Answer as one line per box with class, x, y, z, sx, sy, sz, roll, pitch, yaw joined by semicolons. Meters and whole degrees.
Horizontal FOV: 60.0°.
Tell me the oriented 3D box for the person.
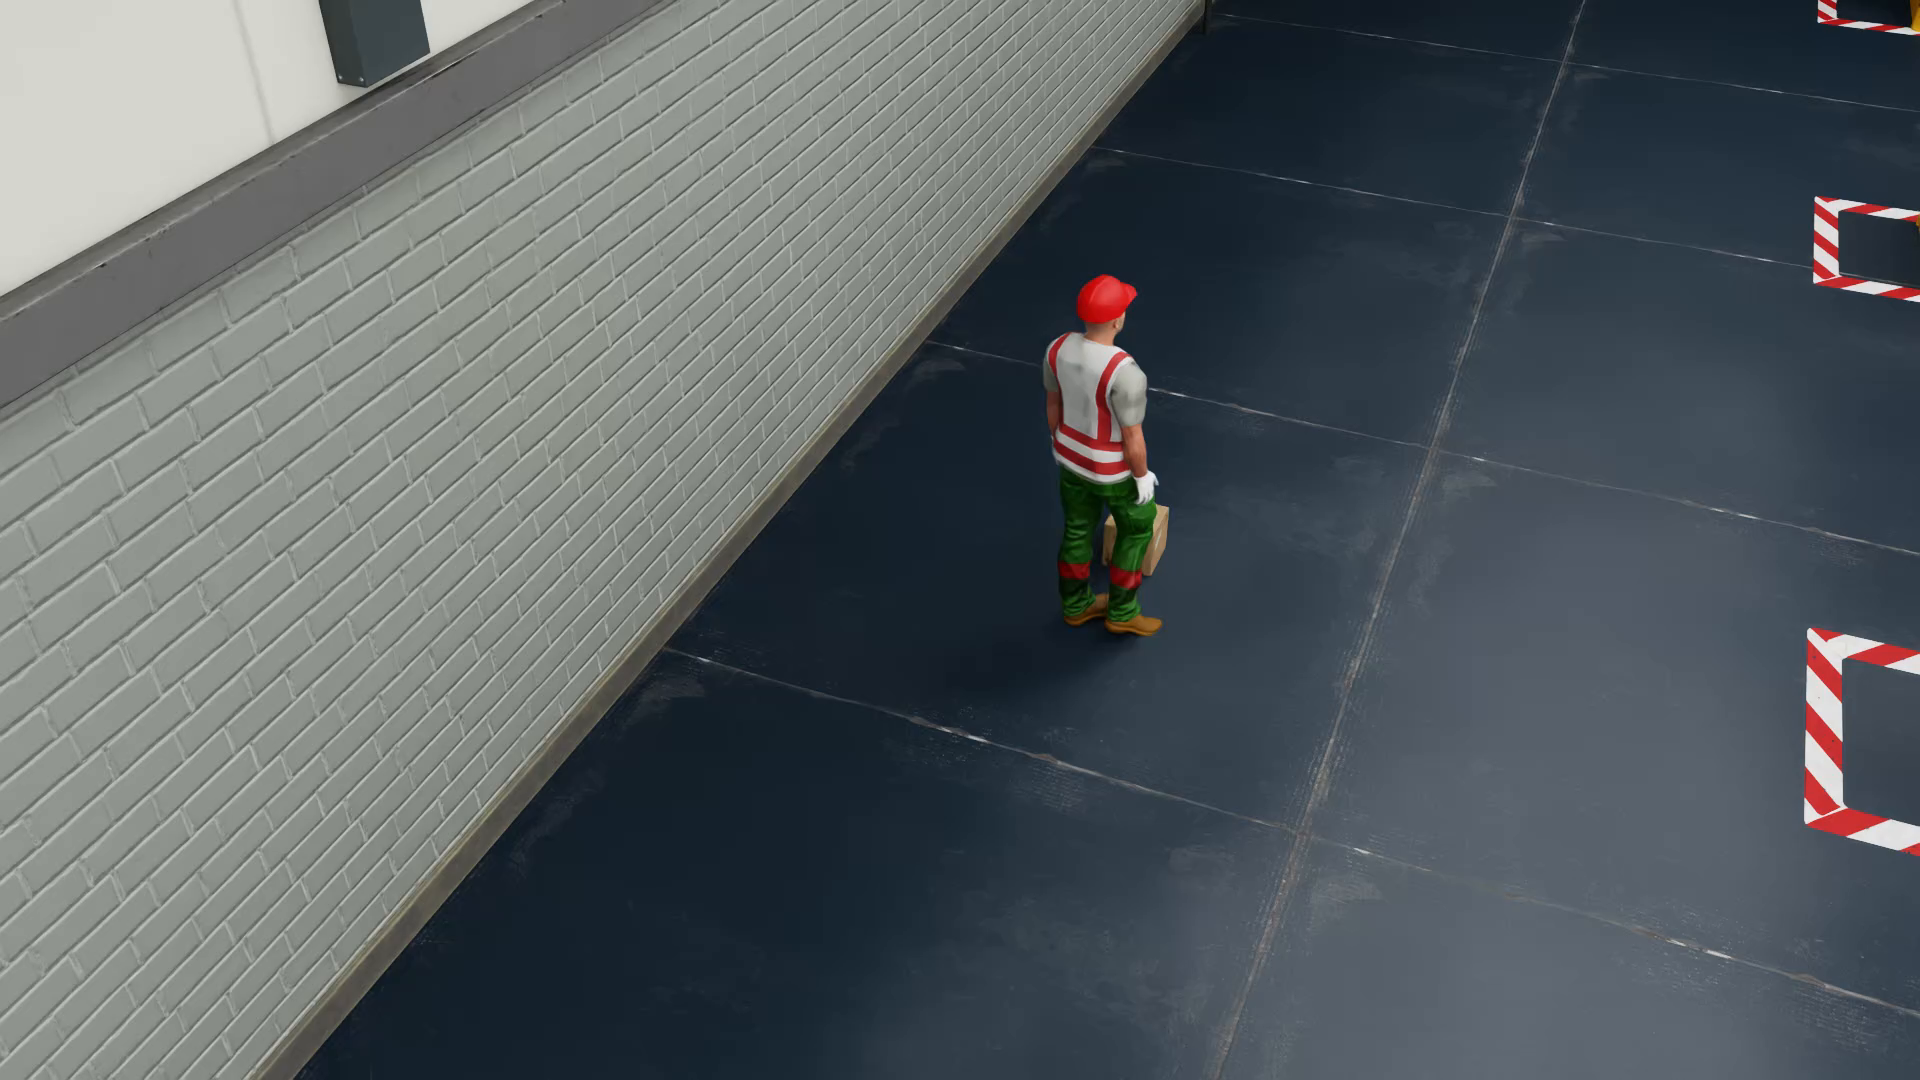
person;0.627;-0.342;7.266;0.553;1.827;0.403;31;47;34
